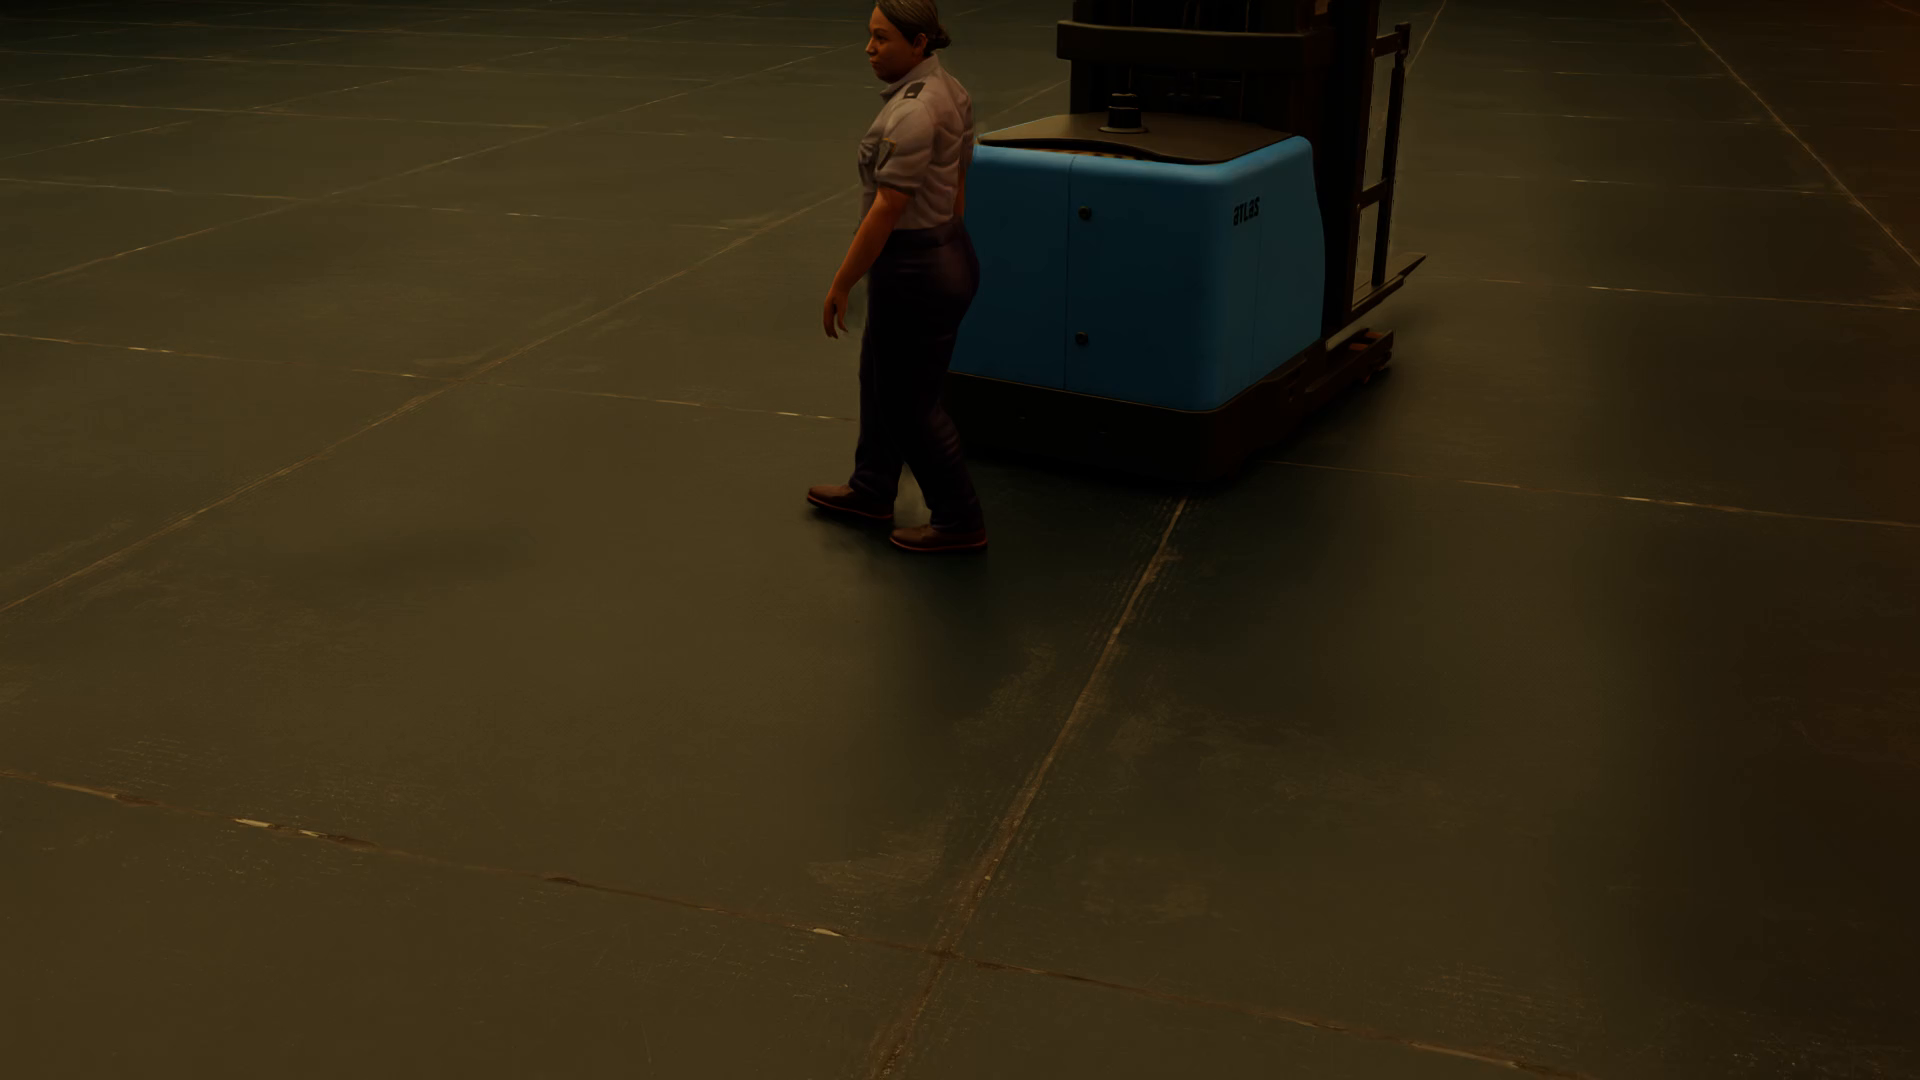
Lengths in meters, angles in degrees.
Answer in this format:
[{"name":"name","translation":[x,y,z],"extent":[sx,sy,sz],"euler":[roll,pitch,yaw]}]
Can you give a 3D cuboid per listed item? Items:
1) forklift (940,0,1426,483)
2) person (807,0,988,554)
[{"name":"forklift","translation":[1.113,-2.055,6.258],"extent":[1.130,2.935,3.031],"euler":[13,26,28]},{"name":"person","translation":[-0.217,-0.749,4.829],"extent":[0.625,1.614,0.630],"euler":[4,23,9]}]
